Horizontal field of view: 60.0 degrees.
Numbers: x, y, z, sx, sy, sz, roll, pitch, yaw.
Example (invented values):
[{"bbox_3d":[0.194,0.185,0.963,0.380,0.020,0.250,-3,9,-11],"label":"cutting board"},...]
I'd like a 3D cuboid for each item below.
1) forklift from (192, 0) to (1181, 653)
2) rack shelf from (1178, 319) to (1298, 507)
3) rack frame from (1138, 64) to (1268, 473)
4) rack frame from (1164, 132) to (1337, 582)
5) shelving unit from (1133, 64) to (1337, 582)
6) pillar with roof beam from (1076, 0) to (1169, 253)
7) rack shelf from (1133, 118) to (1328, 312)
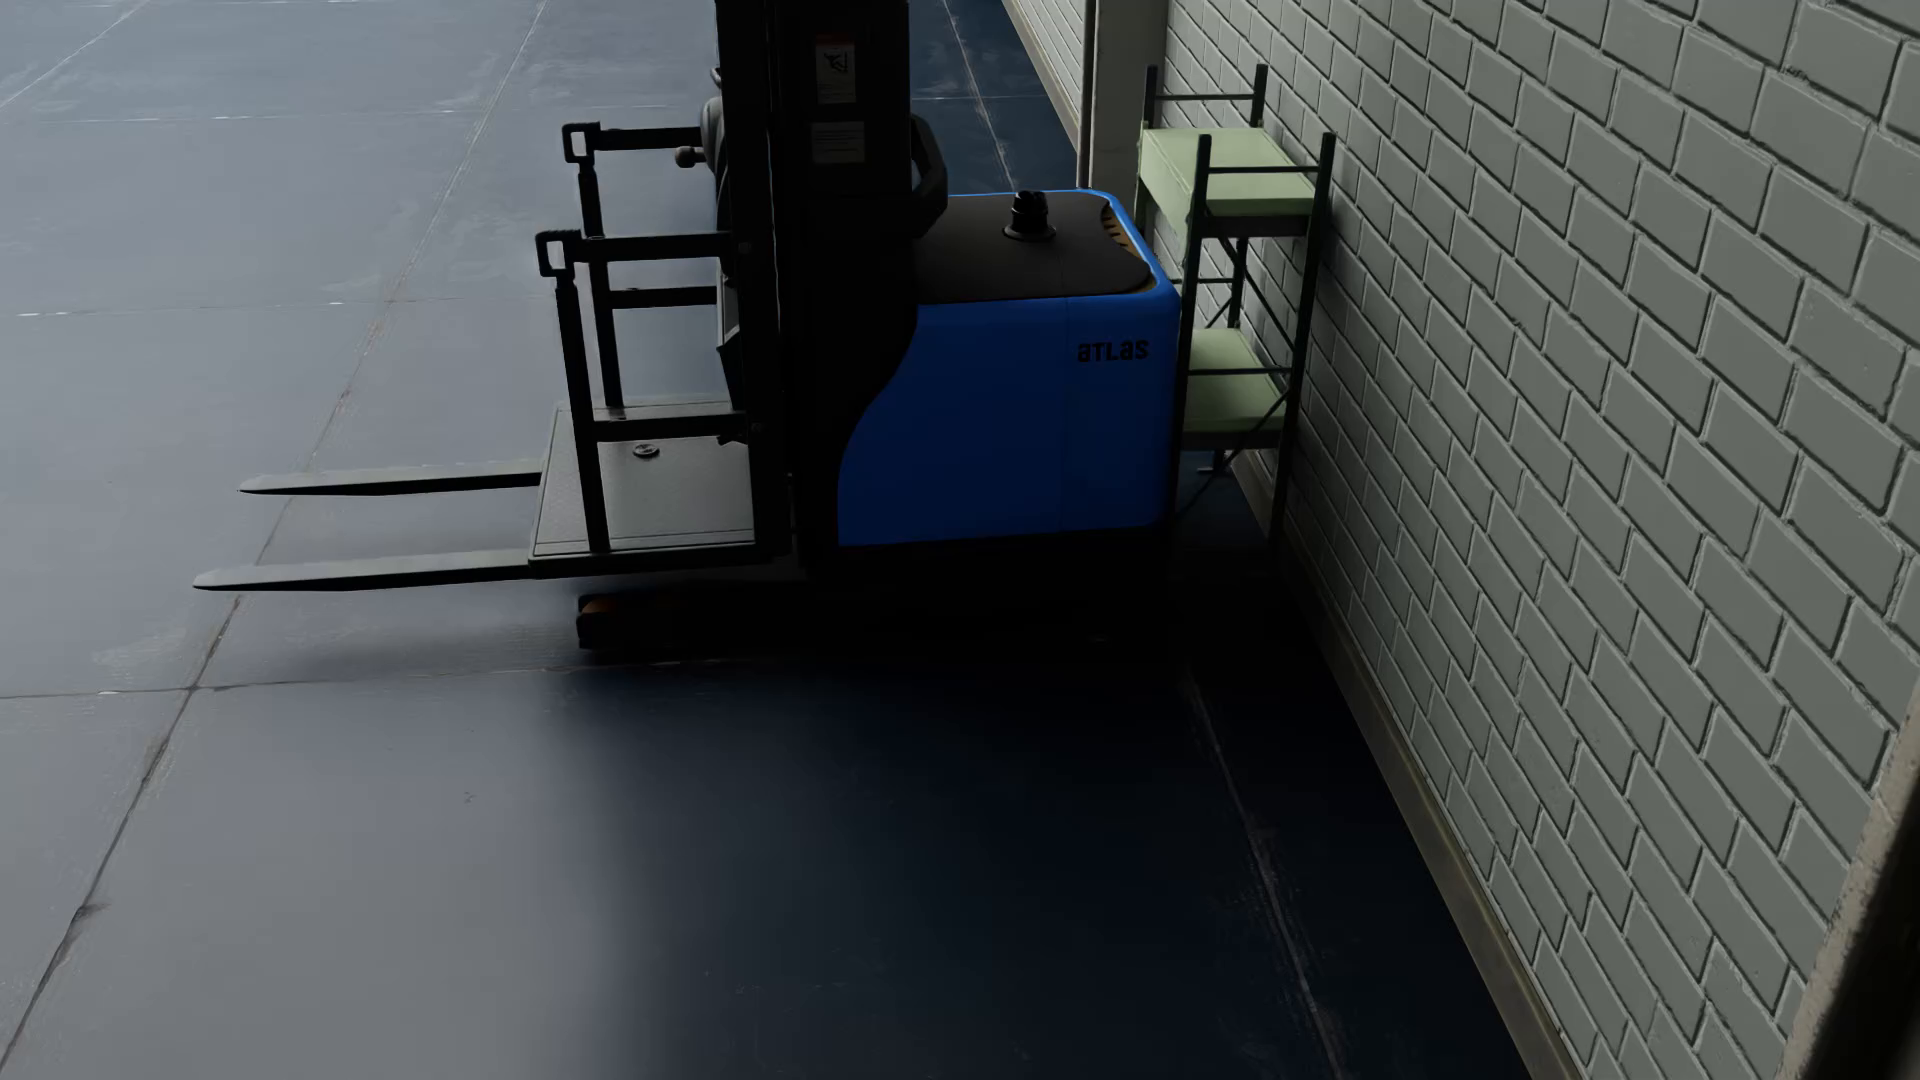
[{"bbox_3d":[-0.889,-1.198,4.897,3.031,2.935,1.130,-4,31,-7],"label":"forklift"},{"bbox_3d":[0.819,-0.427,5.625,0.431,0.370,0.720,-2,31,-6],"label":"rack shelf"},{"bbox_3d":[0.785,-0.894,5.768,0.400,1.500,0.023,-2,31,-6],"label":"rack frame"},{"bbox_3d":[0.866,-0.518,5.145,0.400,1.500,0.023,-2,31,-6],"label":"rack frame"},{"bbox_3d":[0.826,-0.706,5.457,0.431,1.500,0.755,-2,31,-6],"label":"shelving unit"},{"bbox_3d":[-3.570,-4.902,5.181,9.100,9.000,0.400,-3,31,-5],"label":"pillar with roof beam"},{"bbox_3d":[0.834,-1.041,5.256,0.431,0.370,0.720,-2,31,-6],"label":"rack shelf"}]
